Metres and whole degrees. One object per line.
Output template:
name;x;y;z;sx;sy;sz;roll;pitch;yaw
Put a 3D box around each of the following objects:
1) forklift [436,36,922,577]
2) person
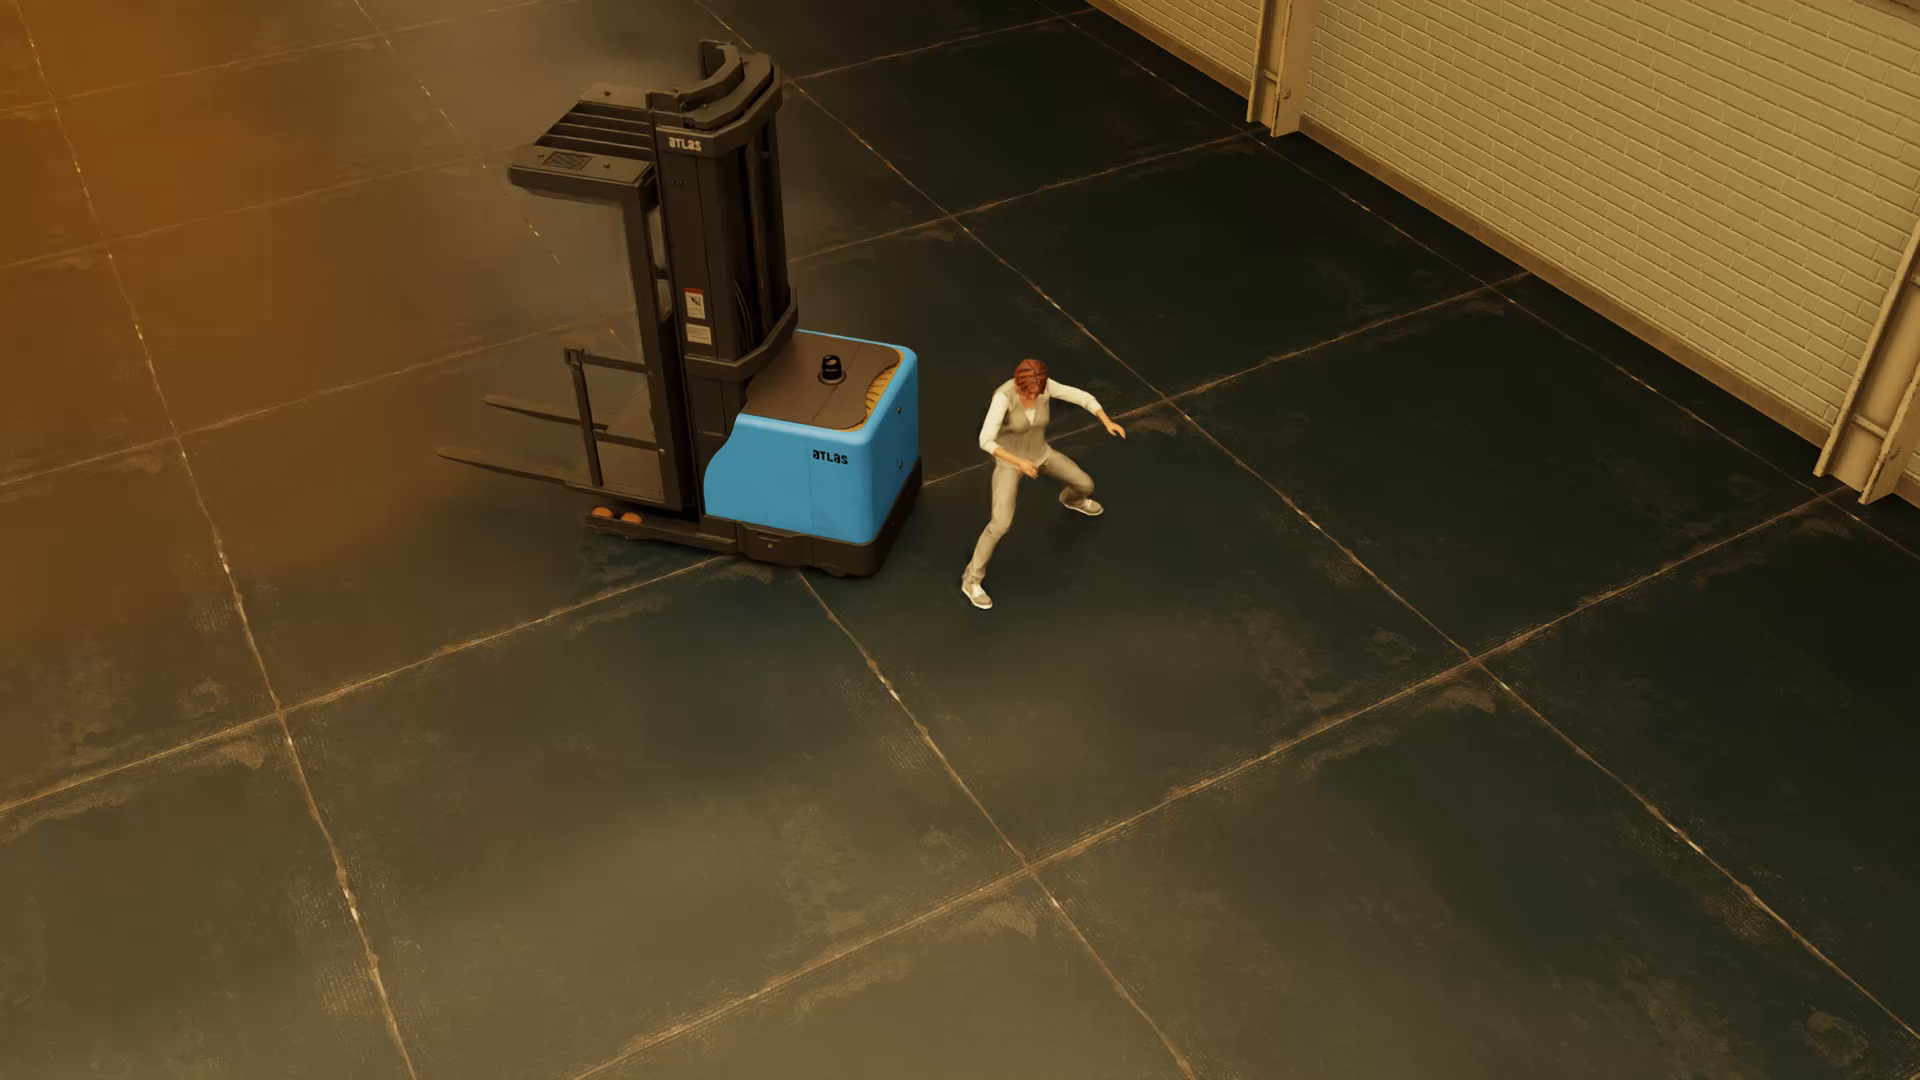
forklift;-1.819;-1.441;9.774;3.031;2.935;1.130;11;41;13
person;0.472;-0.430;9.779;1.126;1.366;0.648;-18;43;-20
